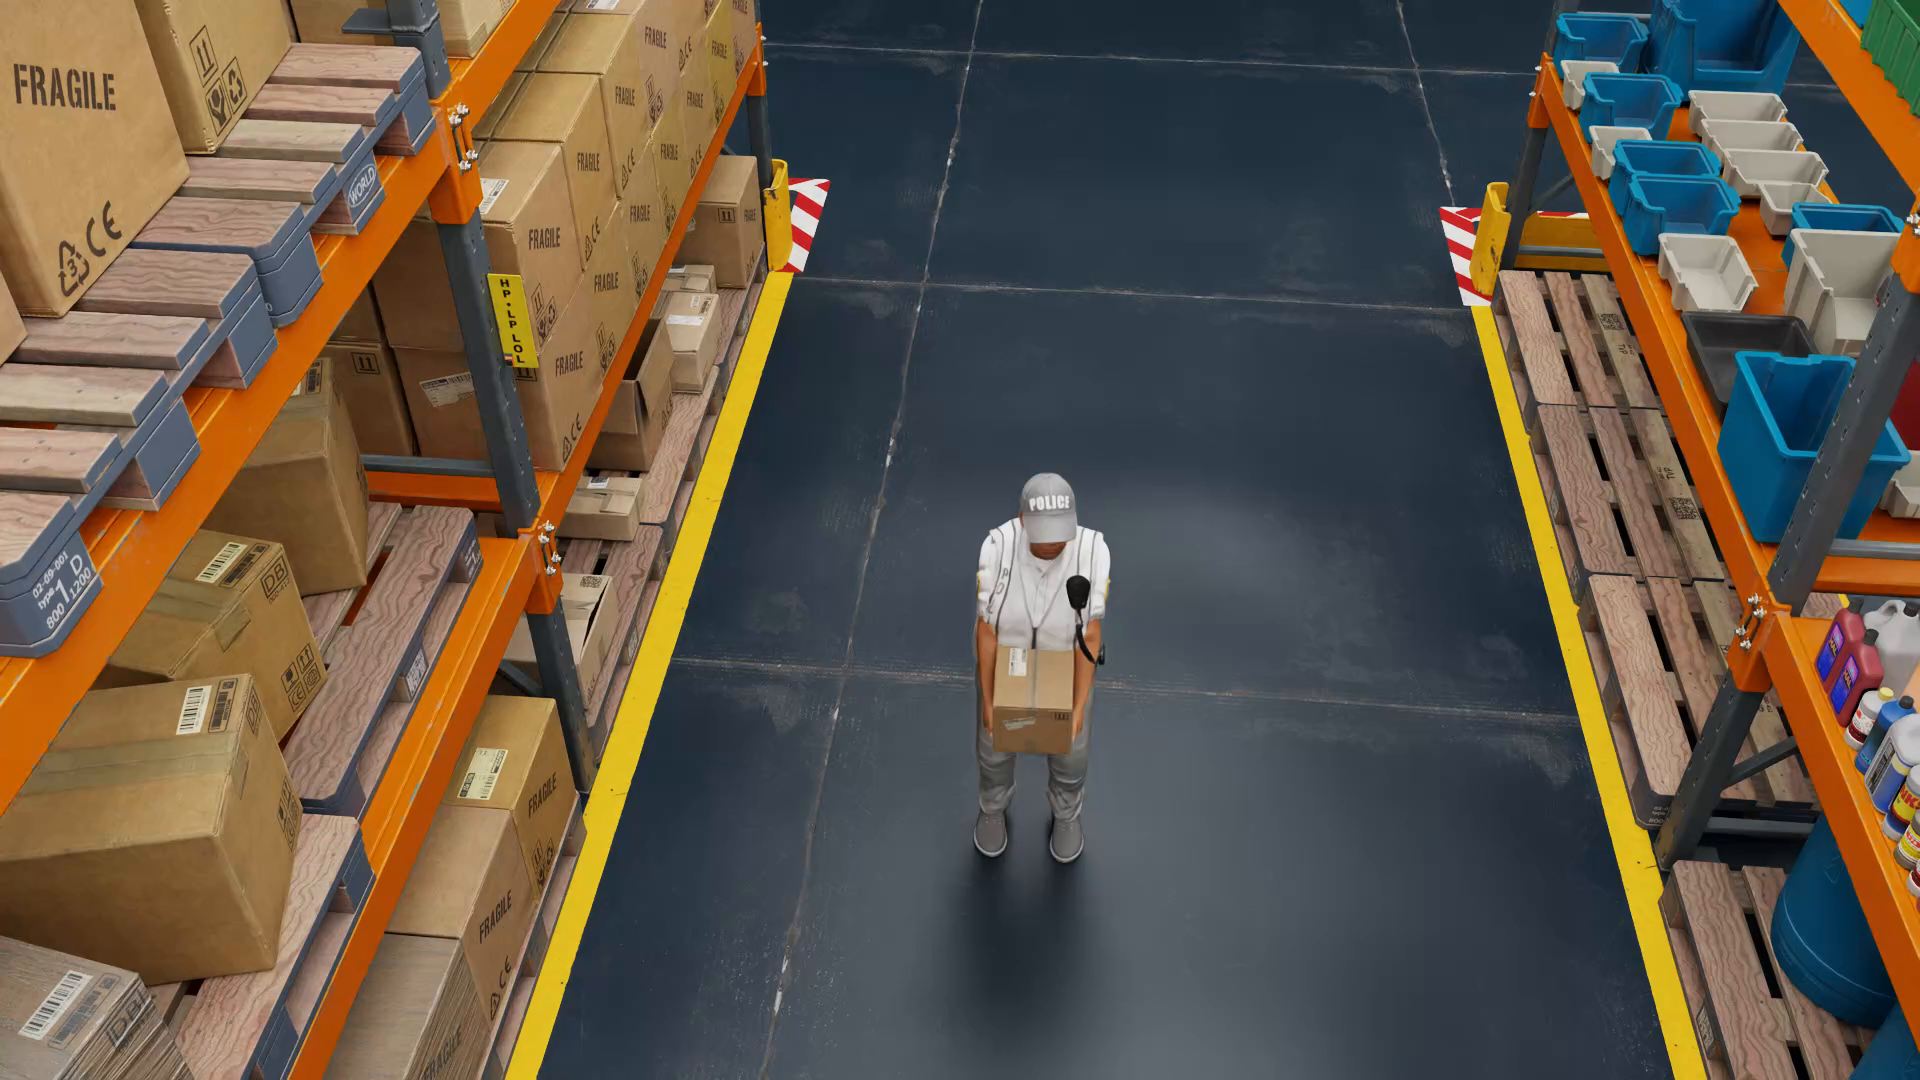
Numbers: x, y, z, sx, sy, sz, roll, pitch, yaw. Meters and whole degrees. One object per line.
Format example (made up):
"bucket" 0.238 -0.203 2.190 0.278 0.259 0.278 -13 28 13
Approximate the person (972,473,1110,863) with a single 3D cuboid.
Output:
"person" 0.261 0.474 5.607 0.452 1.661 0.553 3 40 3
